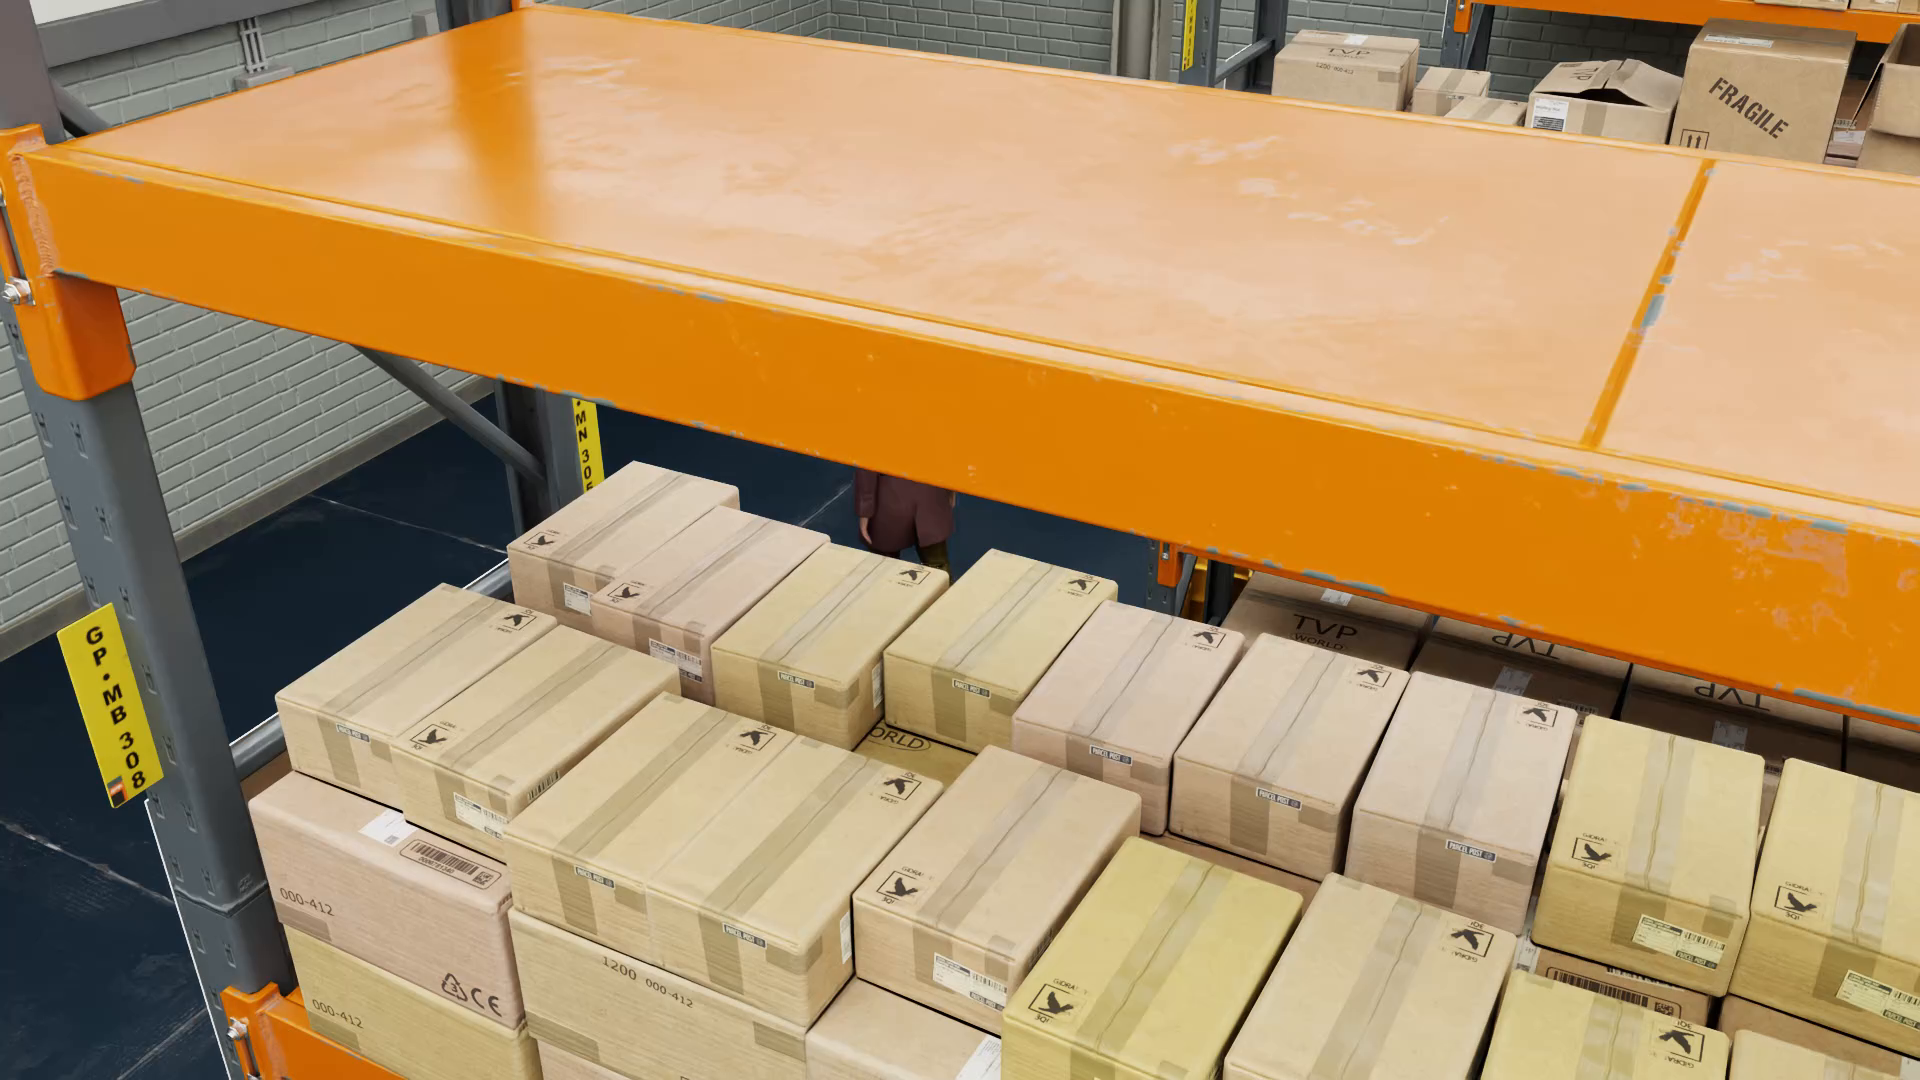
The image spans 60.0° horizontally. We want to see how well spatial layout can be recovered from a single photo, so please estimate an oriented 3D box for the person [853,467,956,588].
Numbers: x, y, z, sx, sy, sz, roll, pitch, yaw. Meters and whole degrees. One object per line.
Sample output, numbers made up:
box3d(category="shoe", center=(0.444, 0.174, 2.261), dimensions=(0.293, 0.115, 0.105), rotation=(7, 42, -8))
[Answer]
box3d(category="person", center=(-0.247, -0.183, 8.458), dimensions=(0.613, 1.774, 0.761), rotation=(-14, 33, -23))
